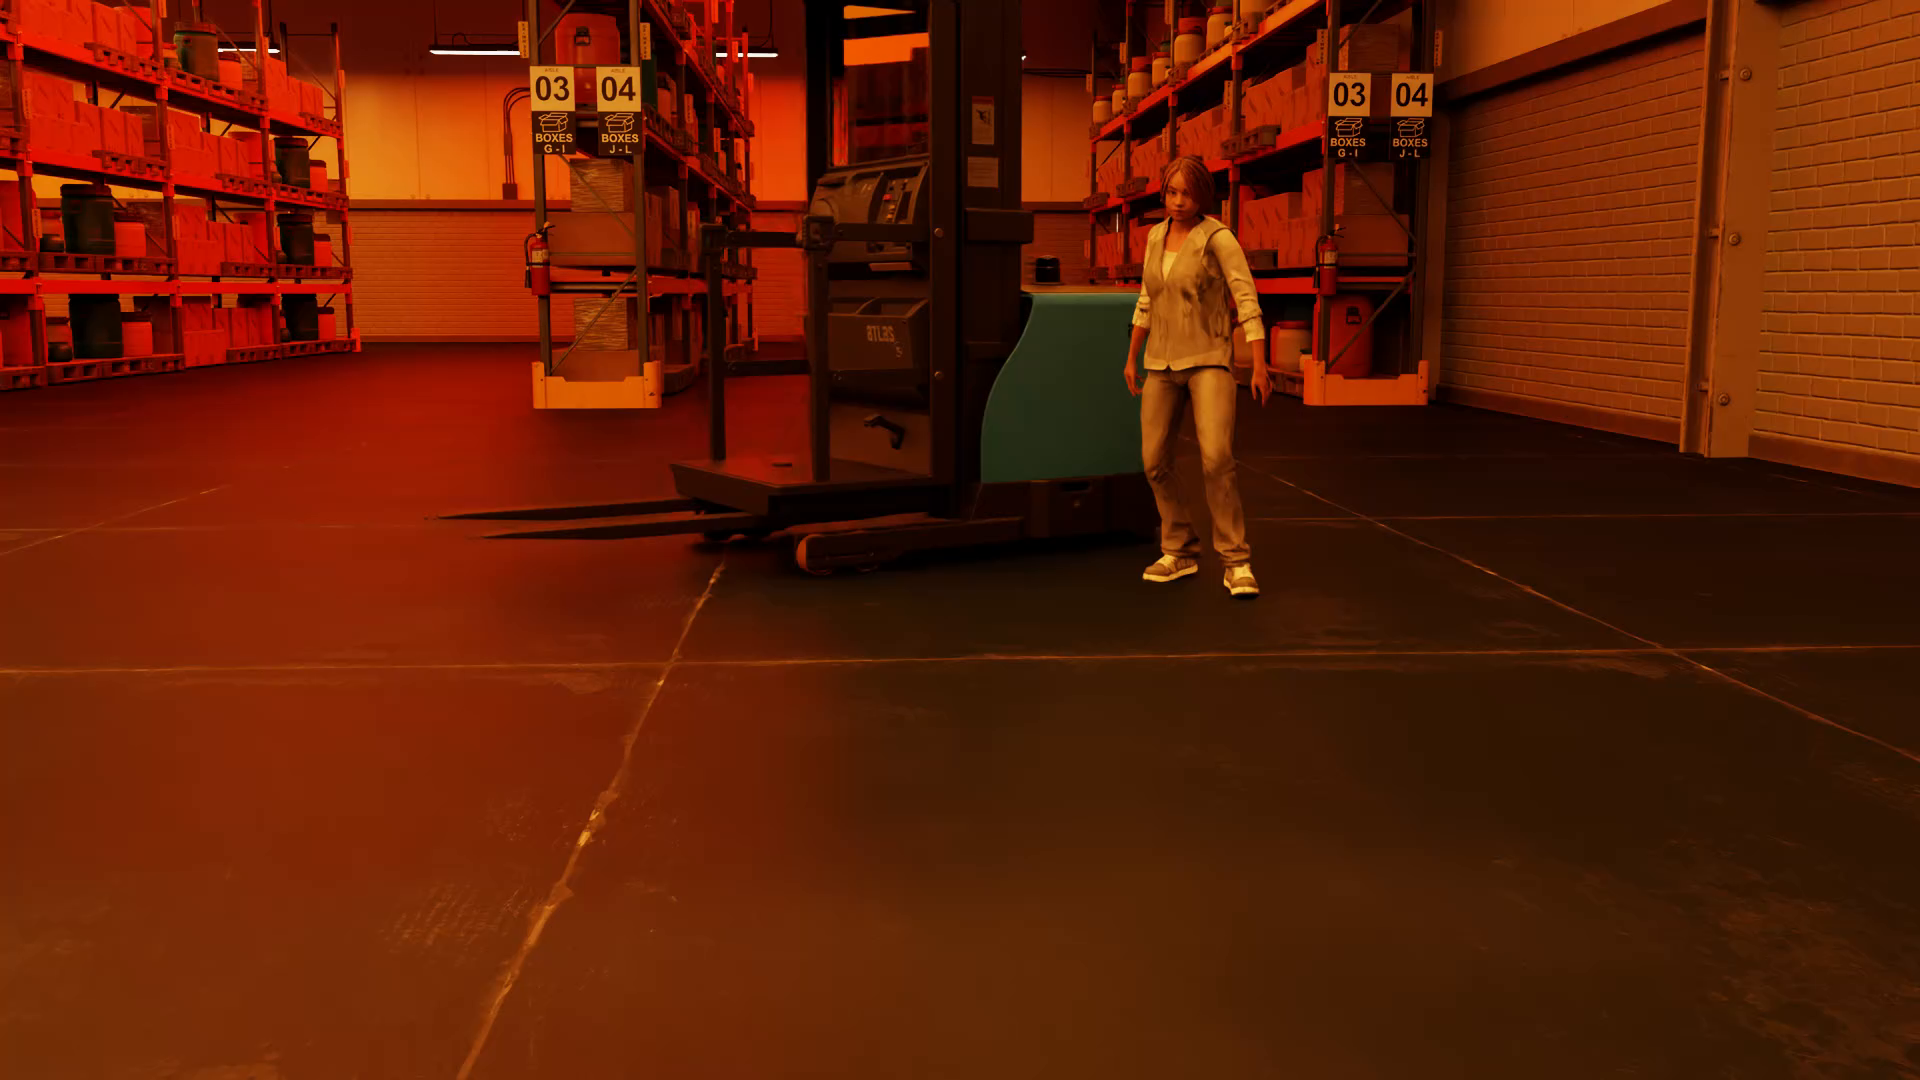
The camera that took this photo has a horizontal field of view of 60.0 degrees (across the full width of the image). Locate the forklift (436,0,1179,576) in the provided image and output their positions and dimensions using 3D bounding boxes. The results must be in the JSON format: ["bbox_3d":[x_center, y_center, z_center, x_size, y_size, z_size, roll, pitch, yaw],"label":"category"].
[{"bbox_3d":[-0.563,-1.399,6.754,3.031,2.935,1.130,-5,10,-31],"label":"forklift"}]

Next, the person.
[{"bbox_3d":[0.863,-0.604,6.108,0.725,1.564,0.387,8,11,42],"label":"person"}]
